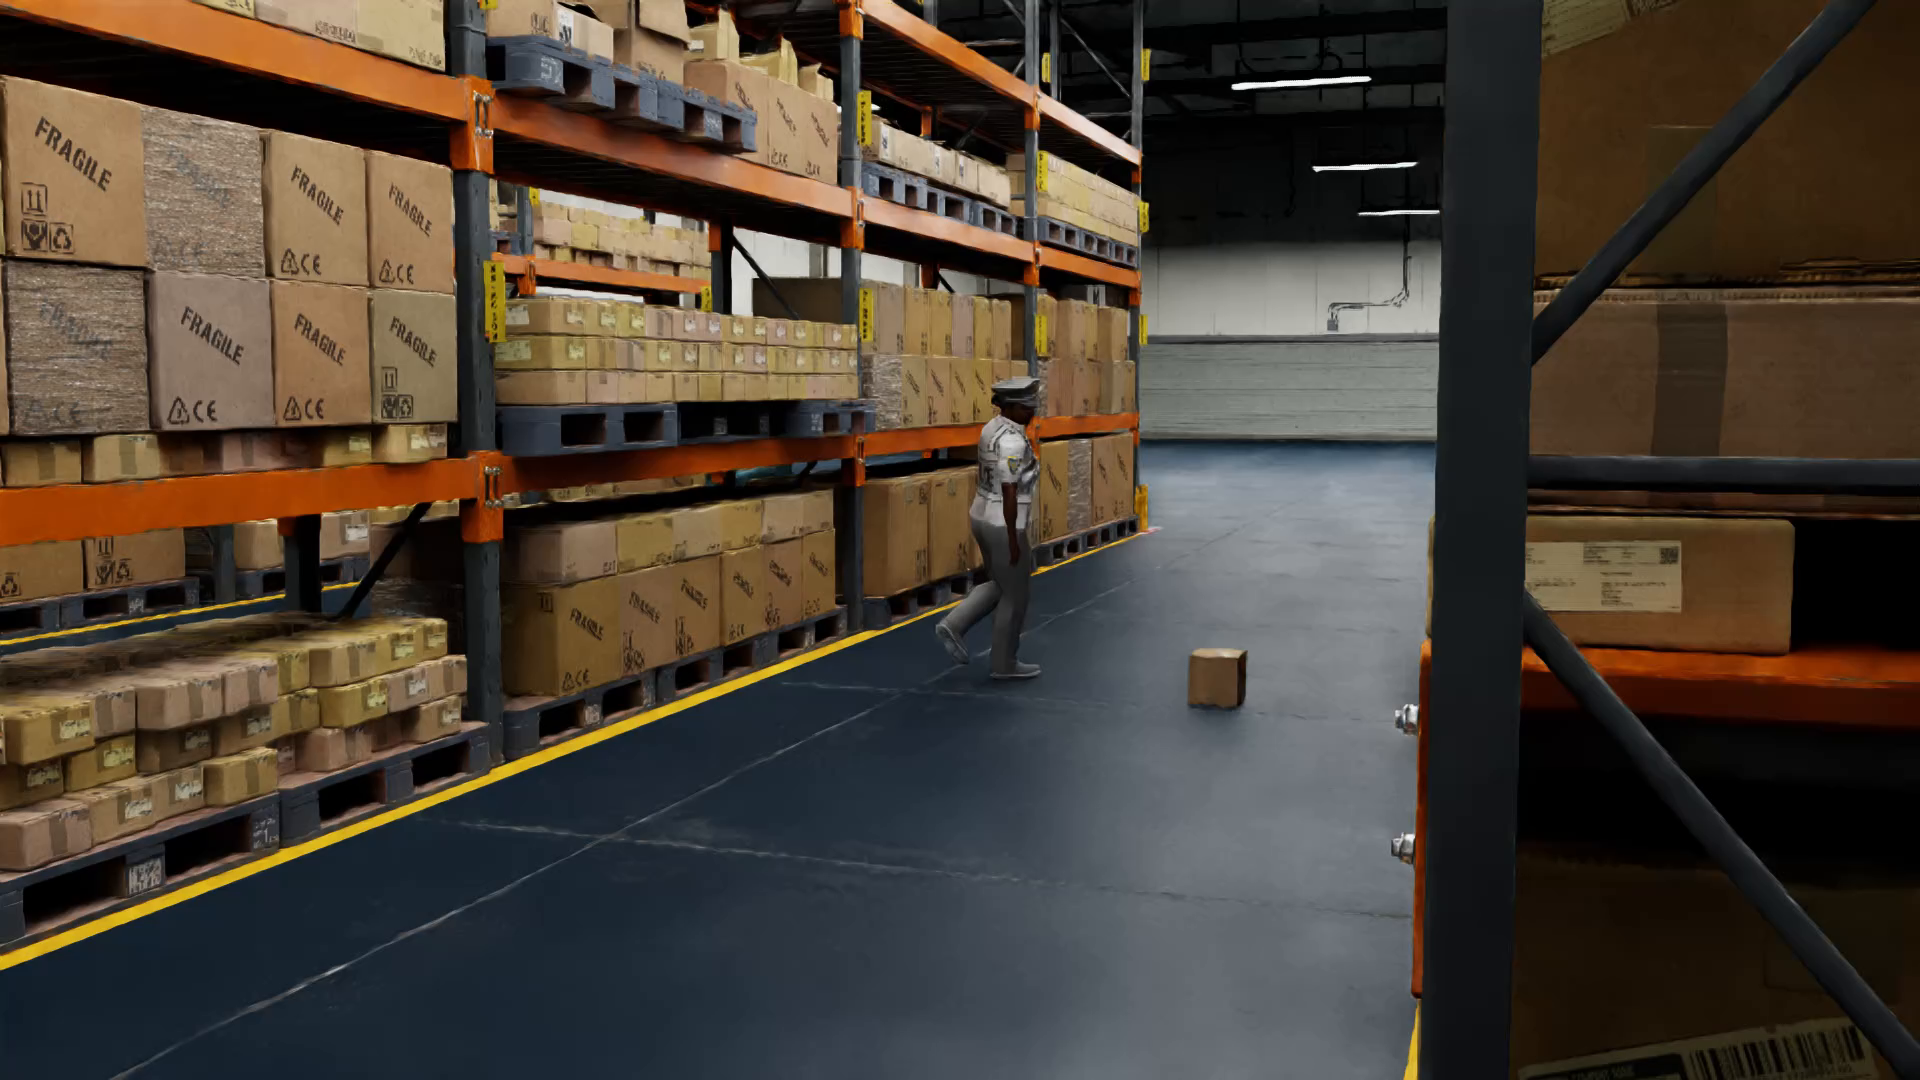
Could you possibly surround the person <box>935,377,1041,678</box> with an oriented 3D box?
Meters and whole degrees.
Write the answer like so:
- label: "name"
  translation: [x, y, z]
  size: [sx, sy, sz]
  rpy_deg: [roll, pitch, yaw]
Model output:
- label: "person"
  translation: [0.192, -0.054, 8.909]
  size: [0.591, 1.636, 0.521]
  rpy_deg: [-2, 6, -18]
